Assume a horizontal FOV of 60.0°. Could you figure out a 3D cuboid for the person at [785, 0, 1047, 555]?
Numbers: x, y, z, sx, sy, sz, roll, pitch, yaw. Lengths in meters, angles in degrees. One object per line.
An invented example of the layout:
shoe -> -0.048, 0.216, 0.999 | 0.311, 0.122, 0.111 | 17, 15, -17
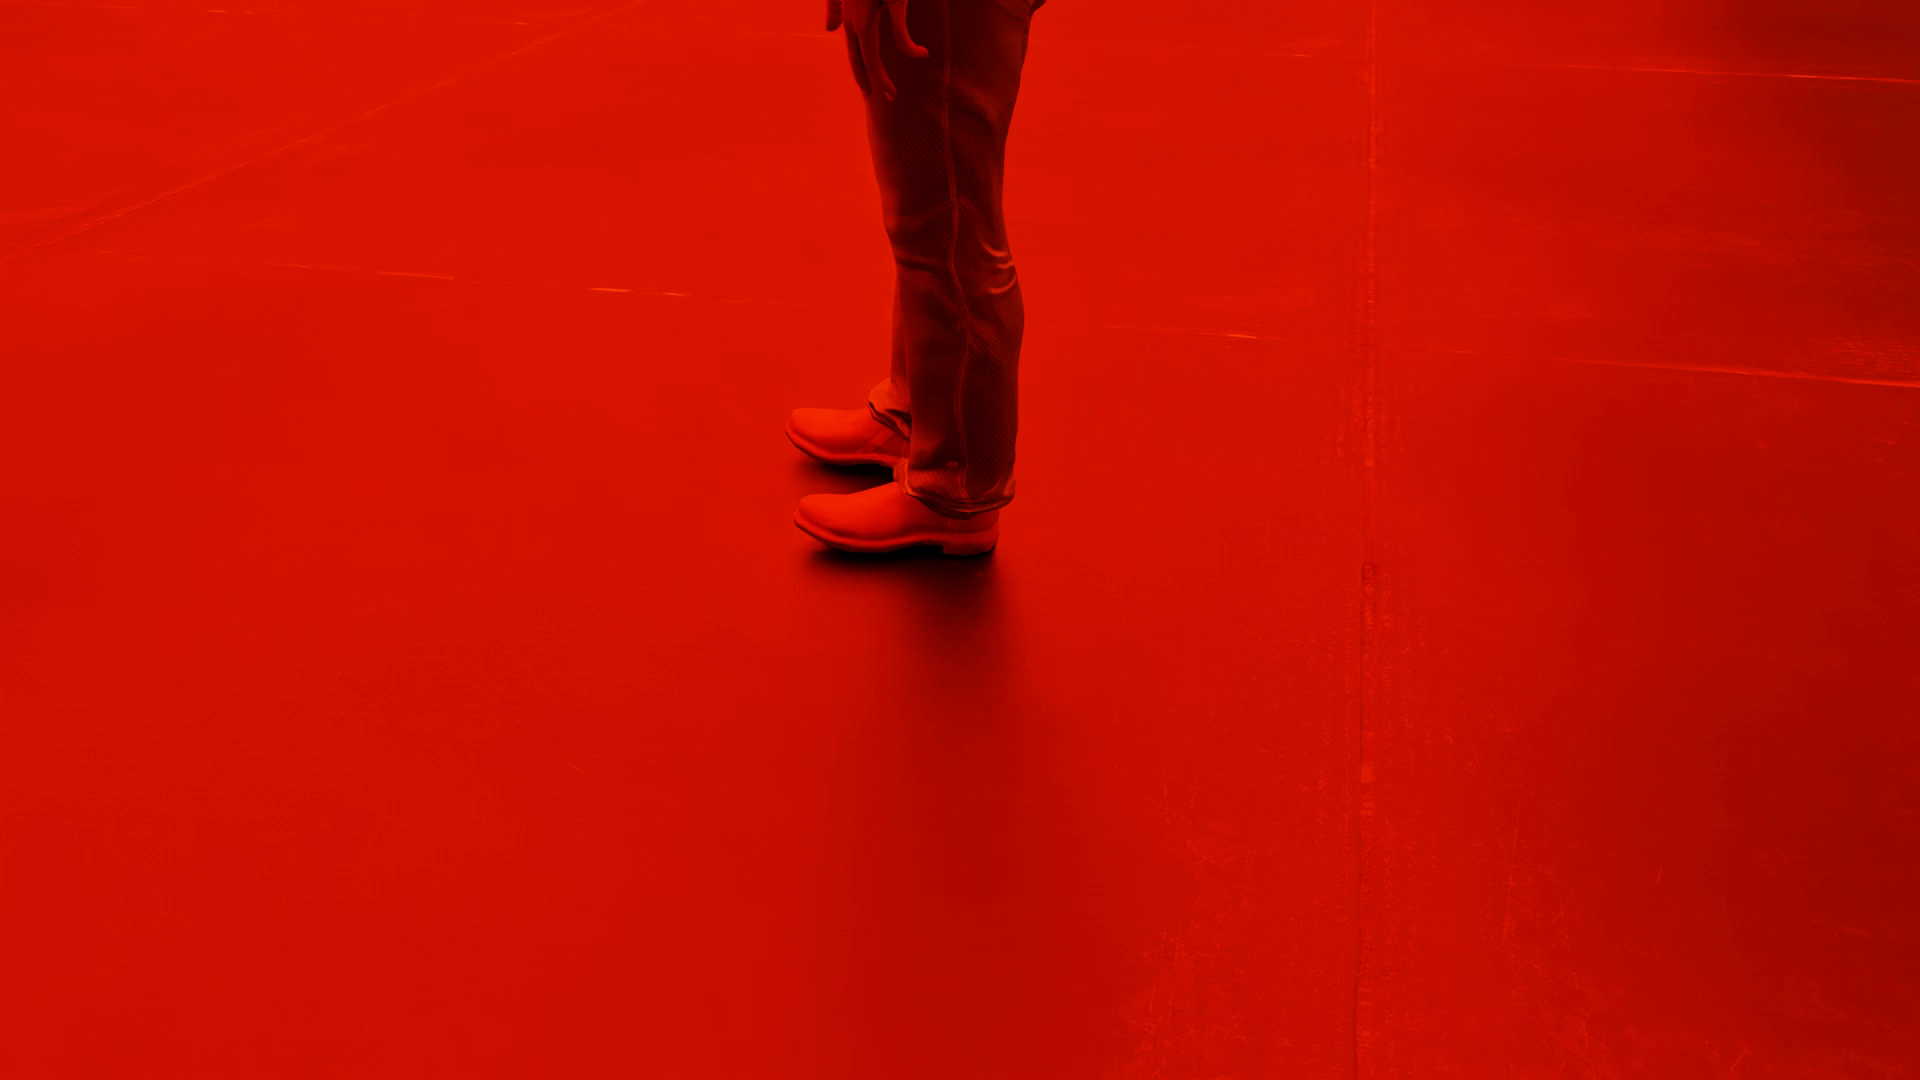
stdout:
person -> -0.067, -0.804, 2.117 | 0.575, 1.768, 0.666 | 6, 27, 11
